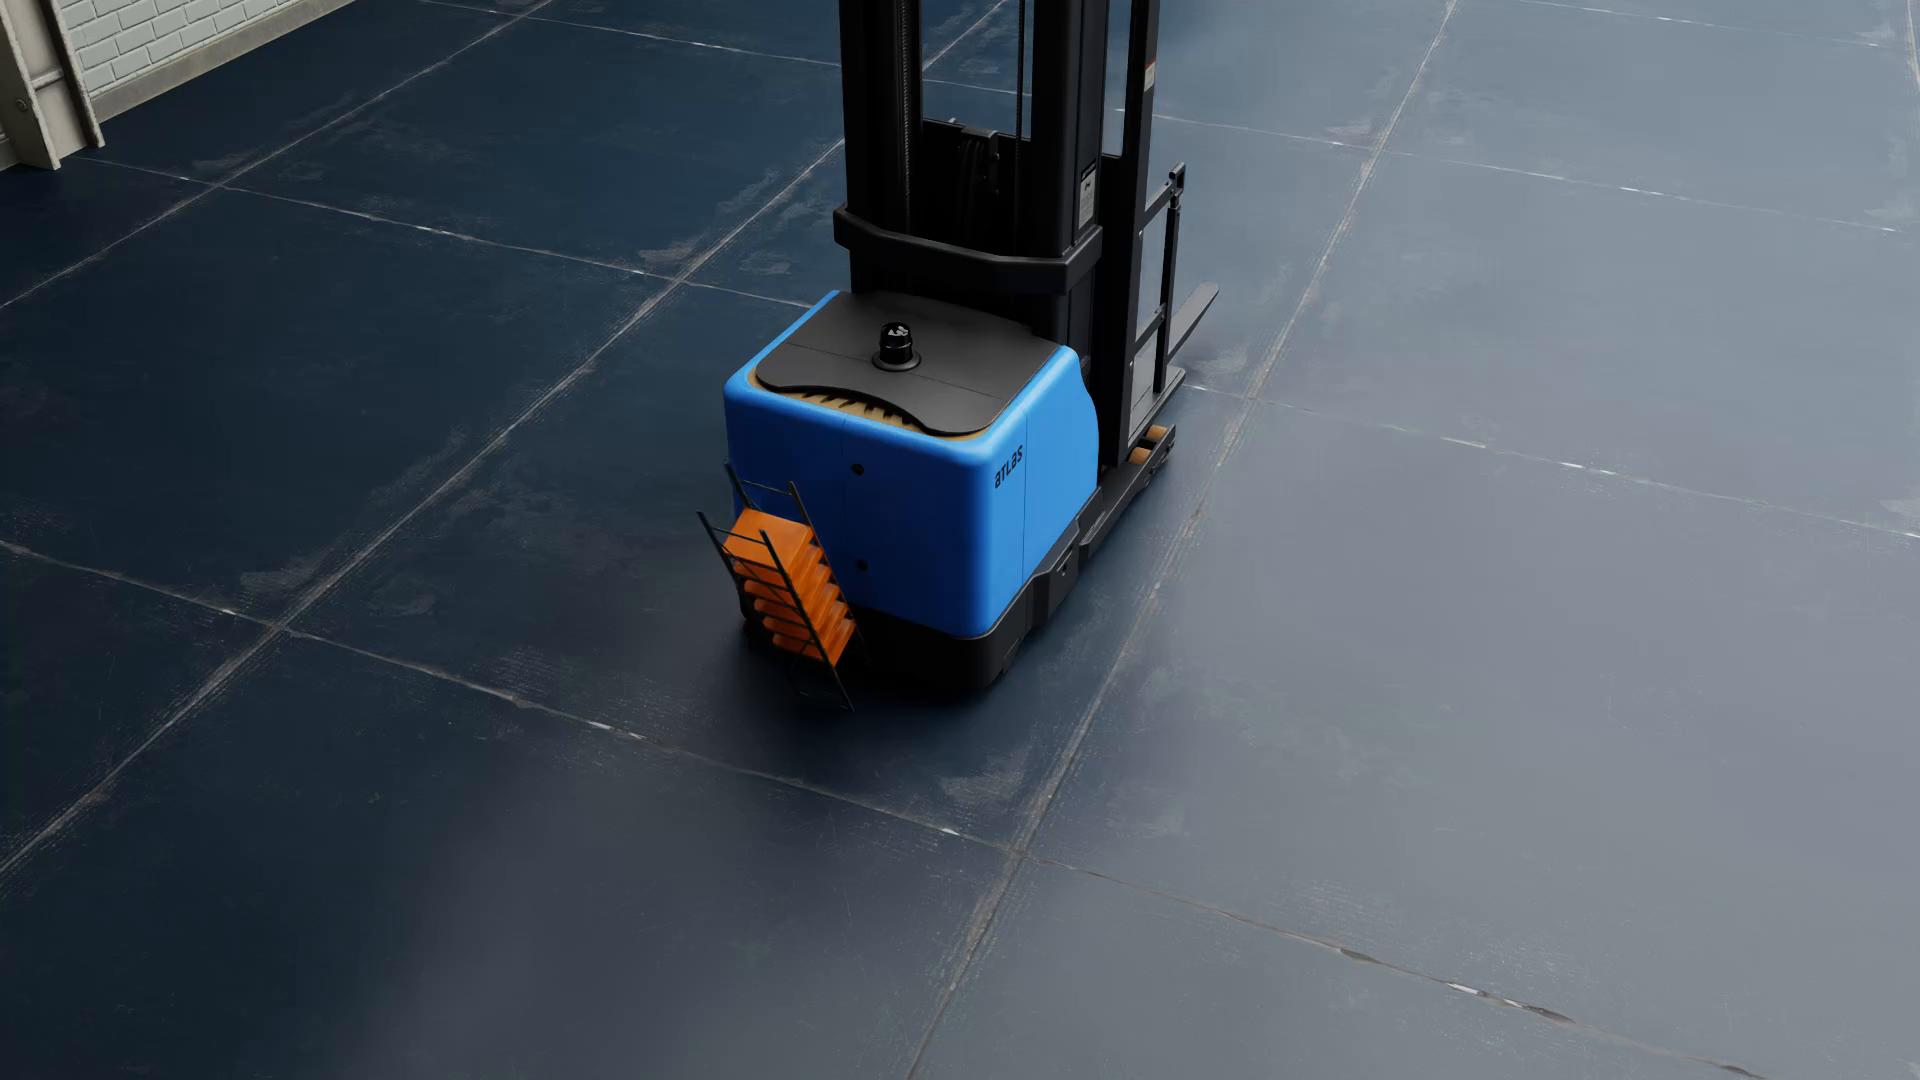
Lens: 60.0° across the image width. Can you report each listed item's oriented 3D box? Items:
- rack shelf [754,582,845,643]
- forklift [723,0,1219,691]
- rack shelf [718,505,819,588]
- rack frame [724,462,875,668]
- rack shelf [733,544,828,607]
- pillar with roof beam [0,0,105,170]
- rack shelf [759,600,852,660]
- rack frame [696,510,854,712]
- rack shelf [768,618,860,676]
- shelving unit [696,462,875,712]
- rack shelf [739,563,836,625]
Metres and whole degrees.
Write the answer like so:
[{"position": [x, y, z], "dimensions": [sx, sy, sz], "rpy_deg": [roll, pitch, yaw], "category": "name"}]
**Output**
[{"position": [-0.543, 0.210, 5.550], "dimensions": [0.258, 0.103, 0.180], "rpy_deg": [16, 62, 20], "category": "rack shelf"}, {"position": [0.277, -1.508, 6.319], "dimensions": [1.130, 2.935, 3.031], "rpy_deg": [17, 40, 21], "category": "forklift"}, {"position": [-0.603, 0.019, 5.251], "dimensions": [0.258, 0.103, 0.180], "rpy_deg": [16, 62, 20], "category": "rack shelf"}, {"position": [-0.514, 0.113, 5.553], "dimensions": [0.240, 1.200, 0.006], "rpy_deg": [16, 62, 20], "category": "rack frame"}, {"position": [-0.583, 0.083, 5.351], "dimensions": [0.258, 0.103, 0.180], "rpy_deg": [16, 62, 20], "category": "rack shelf"}, {"position": [-1.322, -4.906, 5.798], "dimensions": [9.100, 9.000, 0.400], "rpy_deg": [14, 39, 18], "category": "pillar with roof beam"}, {"position": [-0.523, 0.274, 5.650], "dimensions": [0.258, 0.103, 0.180], "rpy_deg": [16, 62, 20], "category": "rack shelf"}, {"position": [-0.587, 0.261, 5.473], "dimensions": [0.240, 1.200, 0.006], "rpy_deg": [16, 62, 20], "category": "rack frame"}, {"position": [-0.503, 0.338, 5.750], "dimensions": [0.258, 0.103, 0.180], "rpy_deg": [16, 62, 20], "category": "rack shelf"}, {"position": [-0.551, 0.187, 5.513], "dimensions": [0.258, 1.200, 0.189], "rpy_deg": [16, 62, 20], "category": "shelving unit"}, {"position": [-0.563, 0.147, 5.450], "dimensions": [0.258, 0.103, 0.180], "rpy_deg": [16, 62, 20], "category": "rack shelf"}]
